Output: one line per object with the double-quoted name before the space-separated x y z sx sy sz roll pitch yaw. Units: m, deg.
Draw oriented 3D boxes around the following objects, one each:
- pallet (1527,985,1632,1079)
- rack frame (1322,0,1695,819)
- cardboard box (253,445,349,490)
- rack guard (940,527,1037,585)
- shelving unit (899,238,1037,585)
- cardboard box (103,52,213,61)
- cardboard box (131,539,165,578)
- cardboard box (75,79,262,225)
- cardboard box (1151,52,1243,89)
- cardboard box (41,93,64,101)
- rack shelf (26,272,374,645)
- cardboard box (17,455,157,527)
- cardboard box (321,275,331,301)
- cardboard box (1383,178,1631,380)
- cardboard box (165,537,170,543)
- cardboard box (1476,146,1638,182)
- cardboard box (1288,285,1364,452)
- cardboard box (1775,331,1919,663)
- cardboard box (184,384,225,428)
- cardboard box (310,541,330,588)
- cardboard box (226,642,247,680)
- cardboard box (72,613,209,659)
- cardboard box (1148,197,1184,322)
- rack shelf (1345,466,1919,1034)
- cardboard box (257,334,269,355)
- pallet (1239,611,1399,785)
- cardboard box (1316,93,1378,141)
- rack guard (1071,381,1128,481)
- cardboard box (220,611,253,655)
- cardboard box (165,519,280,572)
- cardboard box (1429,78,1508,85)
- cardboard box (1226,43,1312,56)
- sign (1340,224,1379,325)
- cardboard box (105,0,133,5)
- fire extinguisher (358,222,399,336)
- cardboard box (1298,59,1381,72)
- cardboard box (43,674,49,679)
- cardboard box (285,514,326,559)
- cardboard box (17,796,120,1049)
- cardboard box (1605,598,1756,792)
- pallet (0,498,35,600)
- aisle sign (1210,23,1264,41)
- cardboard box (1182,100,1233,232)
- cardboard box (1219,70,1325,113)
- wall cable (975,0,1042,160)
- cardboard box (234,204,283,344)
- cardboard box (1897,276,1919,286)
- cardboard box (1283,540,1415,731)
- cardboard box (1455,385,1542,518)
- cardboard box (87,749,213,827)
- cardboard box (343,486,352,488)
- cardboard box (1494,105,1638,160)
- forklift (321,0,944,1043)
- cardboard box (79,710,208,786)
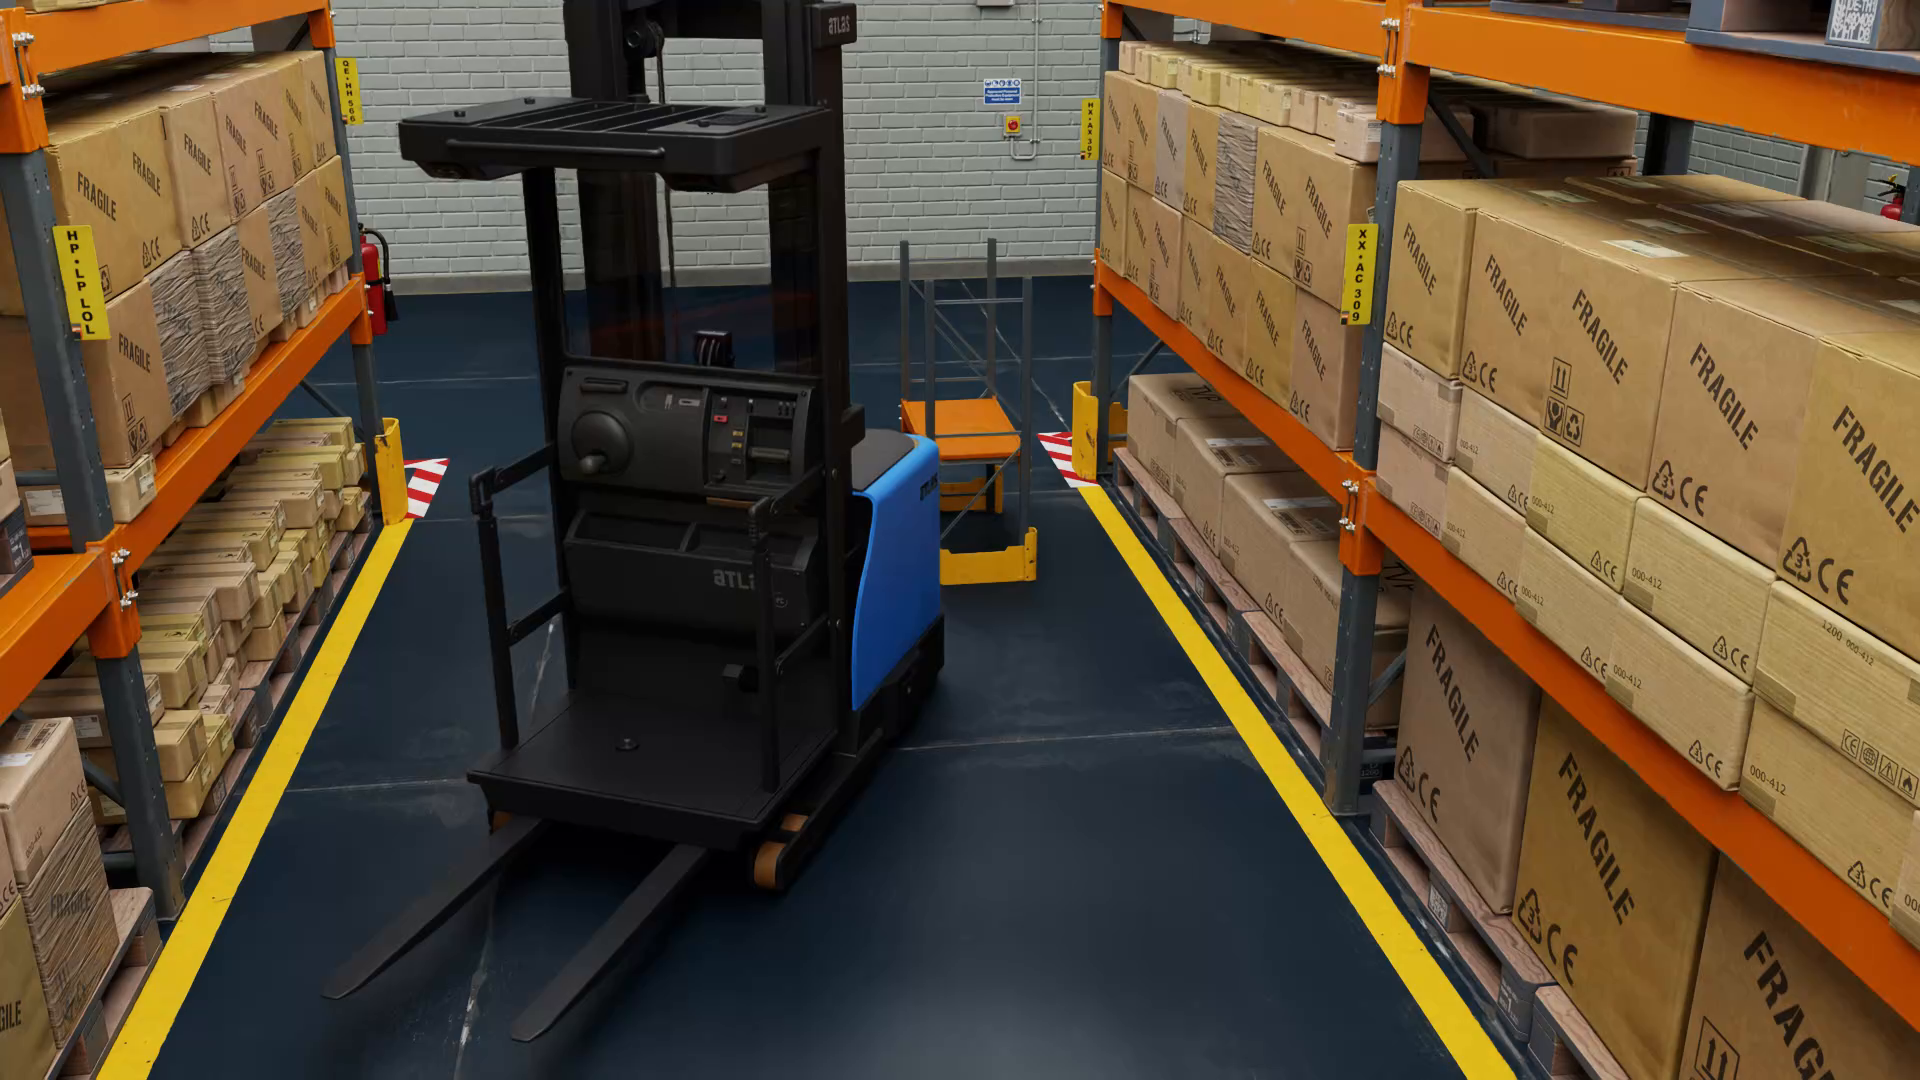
"pallet" 2.204 1.550 4.264 1.003 0.211 1.213 -3 21 -8
"rack frame" 1.839 -0.443 5.615 1.000 3.000 0.127 -3 21 -8
"cardboard box" -3.152 -0.339 7.962 0.380 0.149 0.250 -3 21 -9
"rack guard" 0.083 0.082 8.140 0.587 0.250 0.087 -3 21 -8
"shelving unit" 0.011 -0.676 8.383 0.587 1.500 1.083 -3 21 -8
"cardboard box" -3.819 -2.029 7.864 0.500 0.500 0.500 -3 21 -8
"cardboard box" -3.542 0.052 6.913 0.380 0.149 0.250 -3 21 -8
"cardboard box" -3.073 -1.514 6.485 0.500 0.500 0.500 -4 21 -10
"cardboard box" 1.128 -2.237 7.919 0.380 0.149 0.250 -4 21 -10
"cardboard box" -3.520 -1.319 5.962 0.500 0.500 0.500 -2 21 -6
"rack shelf" -3.333 -0.514 6.832 1.077 0.370 4.000 -3 21 -8
"cardboard box" -2.762 -0.155 5.203 0.380 0.149 0.250 -2 21 -6
"cardboard box" -3.296 -1.239 8.105 0.380 0.149 0.250 -3 21 -8
"cardboard box" 1.618 -0.791 4.976 0.500 0.500 0.500 -3 21 -7
"cardboard box" -3.552 0.102 7.206 0.380 0.149 0.250 -2 21 -5
"cardboard box" 2.010 -1.135 5.896 0.500 0.500 0.500 -3 21 -7
"cardboard box" 1.519 -0.637 5.993 0.500 0.500 0.500 -3 21 -7
"cardboard box" 1.935 -0.088 3.094 0.500 0.500 0.500 -3 21 -8
"cardboard box" -2.968 -0.515 6.168 0.380 0.149 0.250 -3 21 -7
"cardboard box" -3.102 0.117 7.590 0.380 0.149 0.250 -4 21 -10
"cardboard box" -3.064 0.486 6.602 0.380 0.149 0.250 -4 21 -10
"cardboard box" -2.956 0.389 6.012 0.380 0.149 0.250 -3 21 -9
"cardboard box" 1.203 -1.343 7.882 0.500 0.500 0.500 -3 21 -8
"rack shelf" 2.127 0.587 3.887 1.077 0.370 4.000 -3 21 -8
"cardboard box" -3.196 -0.876 7.134 0.380 0.149 0.250 -4 21 -10
"pallet" 1.807 0.596 6.818 1.003 0.211 1.213 -3 21 -8
"cardboard box" 1.523 -1.536 6.043 0.380 0.149 0.250 -3 21 -8
"rack guard" 1.259 -0.665 9.782 1.175 0.500 0.348 -3 21 -8
"cardboard box" -3.029 0.344 6.557 0.380 0.149 0.250 -2 21 -5
"cardboard box" -3.090 0.030 6.973 0.380 0.149 0.250 -3 21 -7
"cardboard box" 1.934 -1.741 6.592 0.380 0.149 0.250 -4 21 -9
"cardboard box" 1.573 -2.446 8.479 0.380 0.149 0.250 -3 21 -7
"sign" 1.290 -0.857 5.373 0.100 0.325 0.005 -3 21 -8
"cardboard box" -2.932 -1.840 5.282 0.500 0.250 0.500 -3 21 -9
"fire extinguisher" -3.201 -1.443 8.935 0.296 0.674 0.183 -3 21 -8
"cardboard box" 1.750 -2.094 7.536 0.380 0.149 0.250 -2 21 -6
"cardboard box" -3.512 0.563 5.970 0.380 0.149 0.250 -4 21 -10
"cardboard box" -3.099 -0.017 7.523 0.380 0.149 0.250 -3 21 -7
"cardboard box" -2.689 1.060 4.564 0.500 0.500 0.500 -3 21 -9
"cardboard box" 1.838 0.324 3.776 0.500 0.250 0.500 -3 21 -9
"pallet" -3.079 0.204 4.158 1.003 0.211 1.213 -3 21 -8
"aisle sign" 1.559 -3.086 8.976 0.394 0.787 0.004 -3 21 -8
"cardboard box" 1.286 -1.633 7.230 0.500 0.500 0.500 -3 21 -8
"cardboard box" 1.308 -1.883 6.971 0.380 0.149 0.250 -3 21 -8
"wall cable" 0.426 -4.270 14.363 0.585 1.953 0.123 -3 21 -8
"cardboard box" -3.089 -1.060 6.699 0.500 0.500 0.500 -2 21 -5
"cardboard box" 2.377 -0.282 3.613 0.500 0.500 0.500 -3 21 -7
"cardboard box" 1.855 0.338 6.586 0.875 0.438 0.875 -3 21 -9
"cardboard box" 1.726 -0.261 4.628 0.500 0.250 0.500 -3 21 -7
"cardboard box" -2.779 0.838 5.659 0.380 0.149 0.250 -4 21 -10
"cardboard box" -3.339 -0.233 8.526 0.380 0.149 0.250 -3 21 -7
"cardboard box" 2.050 -1.384 5.636 0.380 0.149 0.250 -3 21 -9
"forklift" -1.009 -0.355 5.478 1.130 2.935 3.031 7 21 17
"cardboard box" -2.780 0.700 5.605 0.380 0.149 0.250 -2 21 -5
